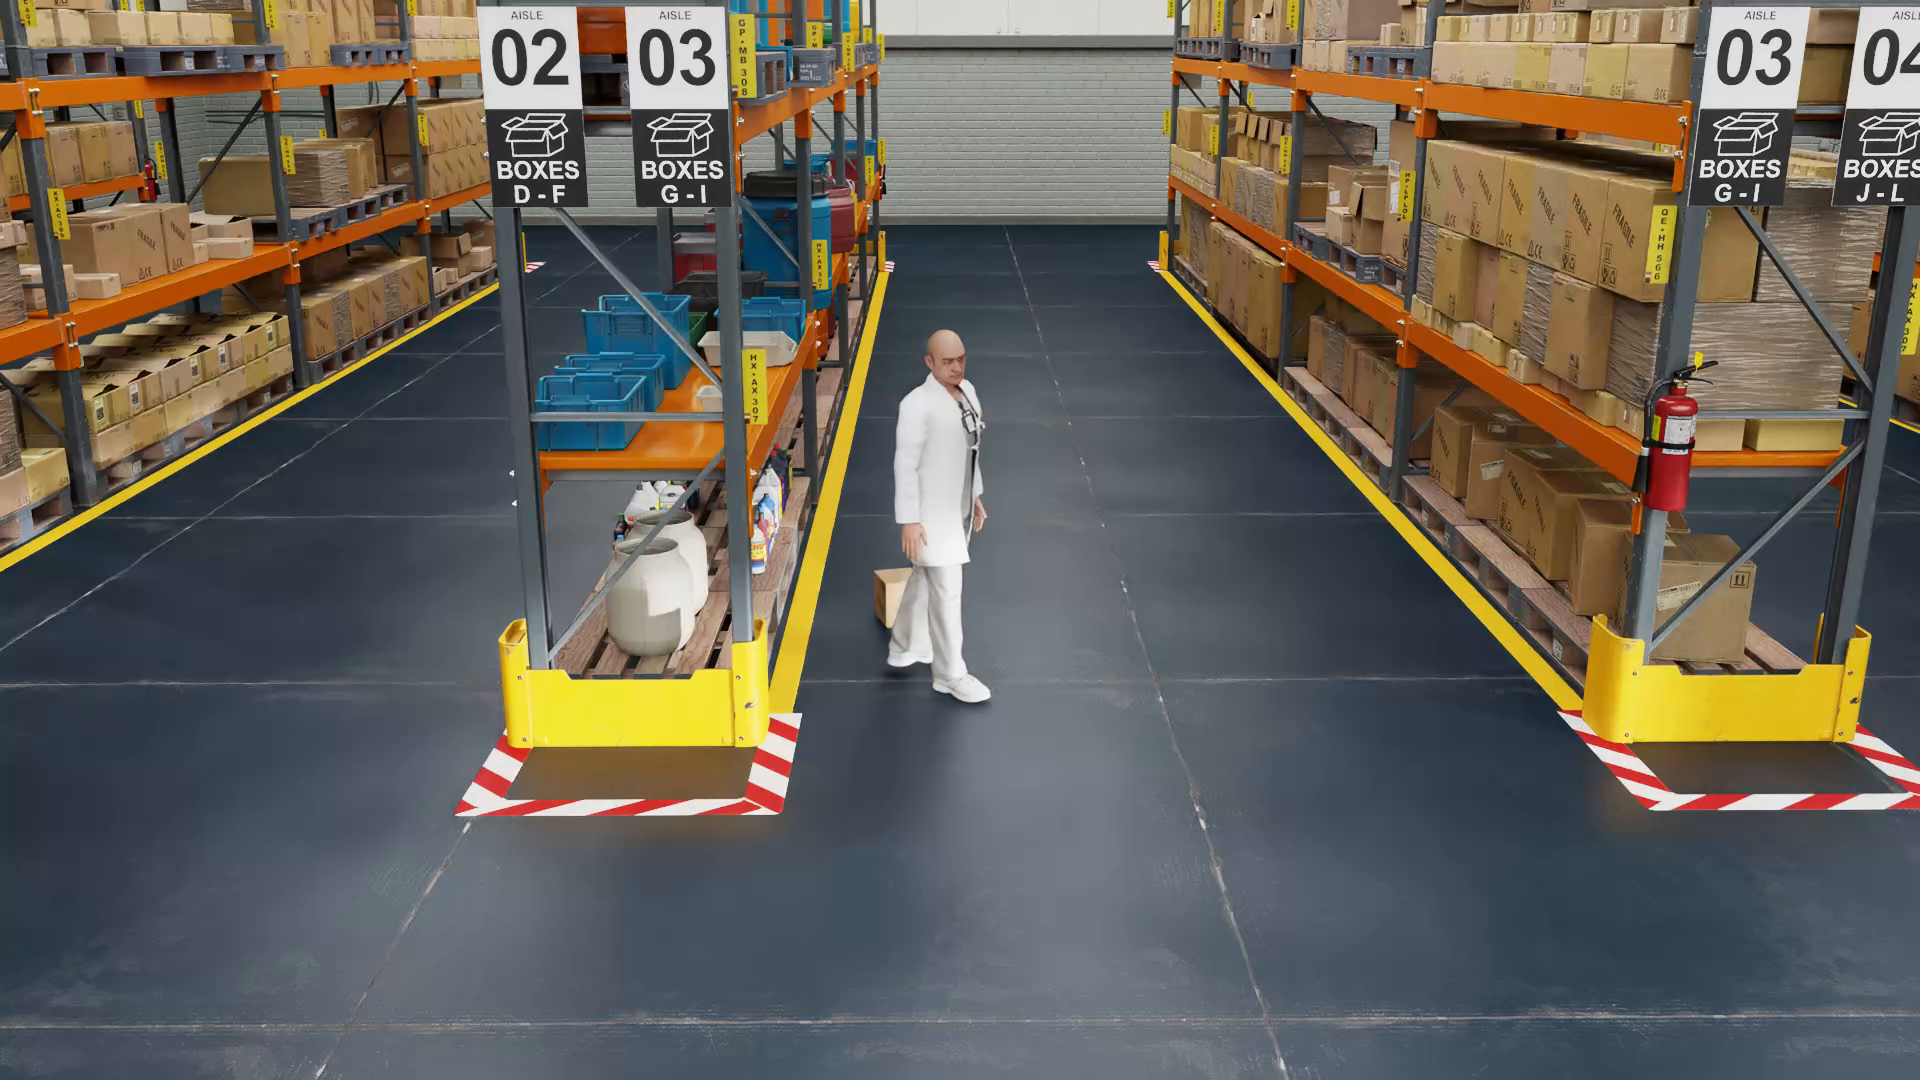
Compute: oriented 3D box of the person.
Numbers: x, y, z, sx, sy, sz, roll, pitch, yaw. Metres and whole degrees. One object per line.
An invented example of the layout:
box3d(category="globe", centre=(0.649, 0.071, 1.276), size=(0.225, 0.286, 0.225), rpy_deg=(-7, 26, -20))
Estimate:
box3d(category="person", centre=(-0.092, -0.137, 8.014), size=(0.676, 1.778, 0.612), rpy_deg=(8, 19, 25))
